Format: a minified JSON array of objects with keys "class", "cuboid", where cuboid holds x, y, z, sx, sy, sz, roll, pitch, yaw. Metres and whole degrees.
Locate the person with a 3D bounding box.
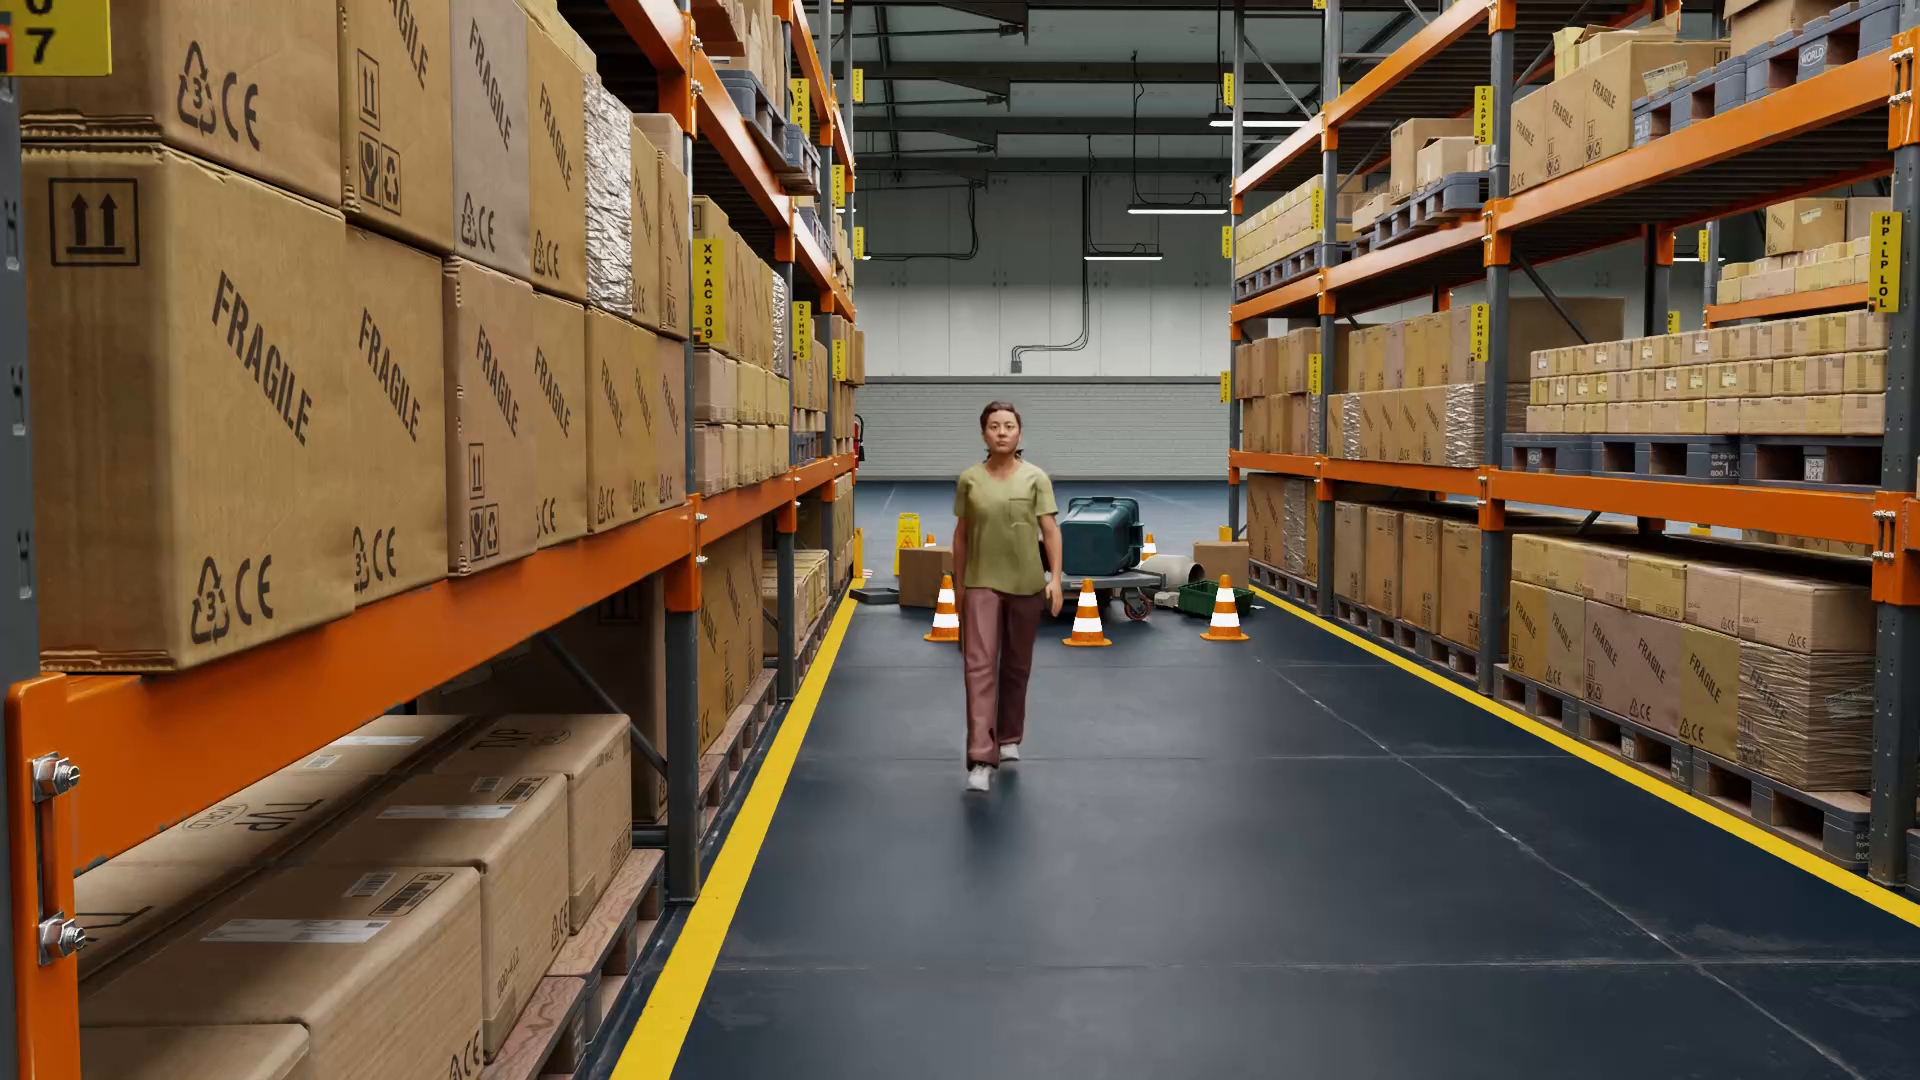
[{"class":"person","cuboid":[0.207,0.211,7.146,0.468,1.614,0.987,0,4,-1]}]
